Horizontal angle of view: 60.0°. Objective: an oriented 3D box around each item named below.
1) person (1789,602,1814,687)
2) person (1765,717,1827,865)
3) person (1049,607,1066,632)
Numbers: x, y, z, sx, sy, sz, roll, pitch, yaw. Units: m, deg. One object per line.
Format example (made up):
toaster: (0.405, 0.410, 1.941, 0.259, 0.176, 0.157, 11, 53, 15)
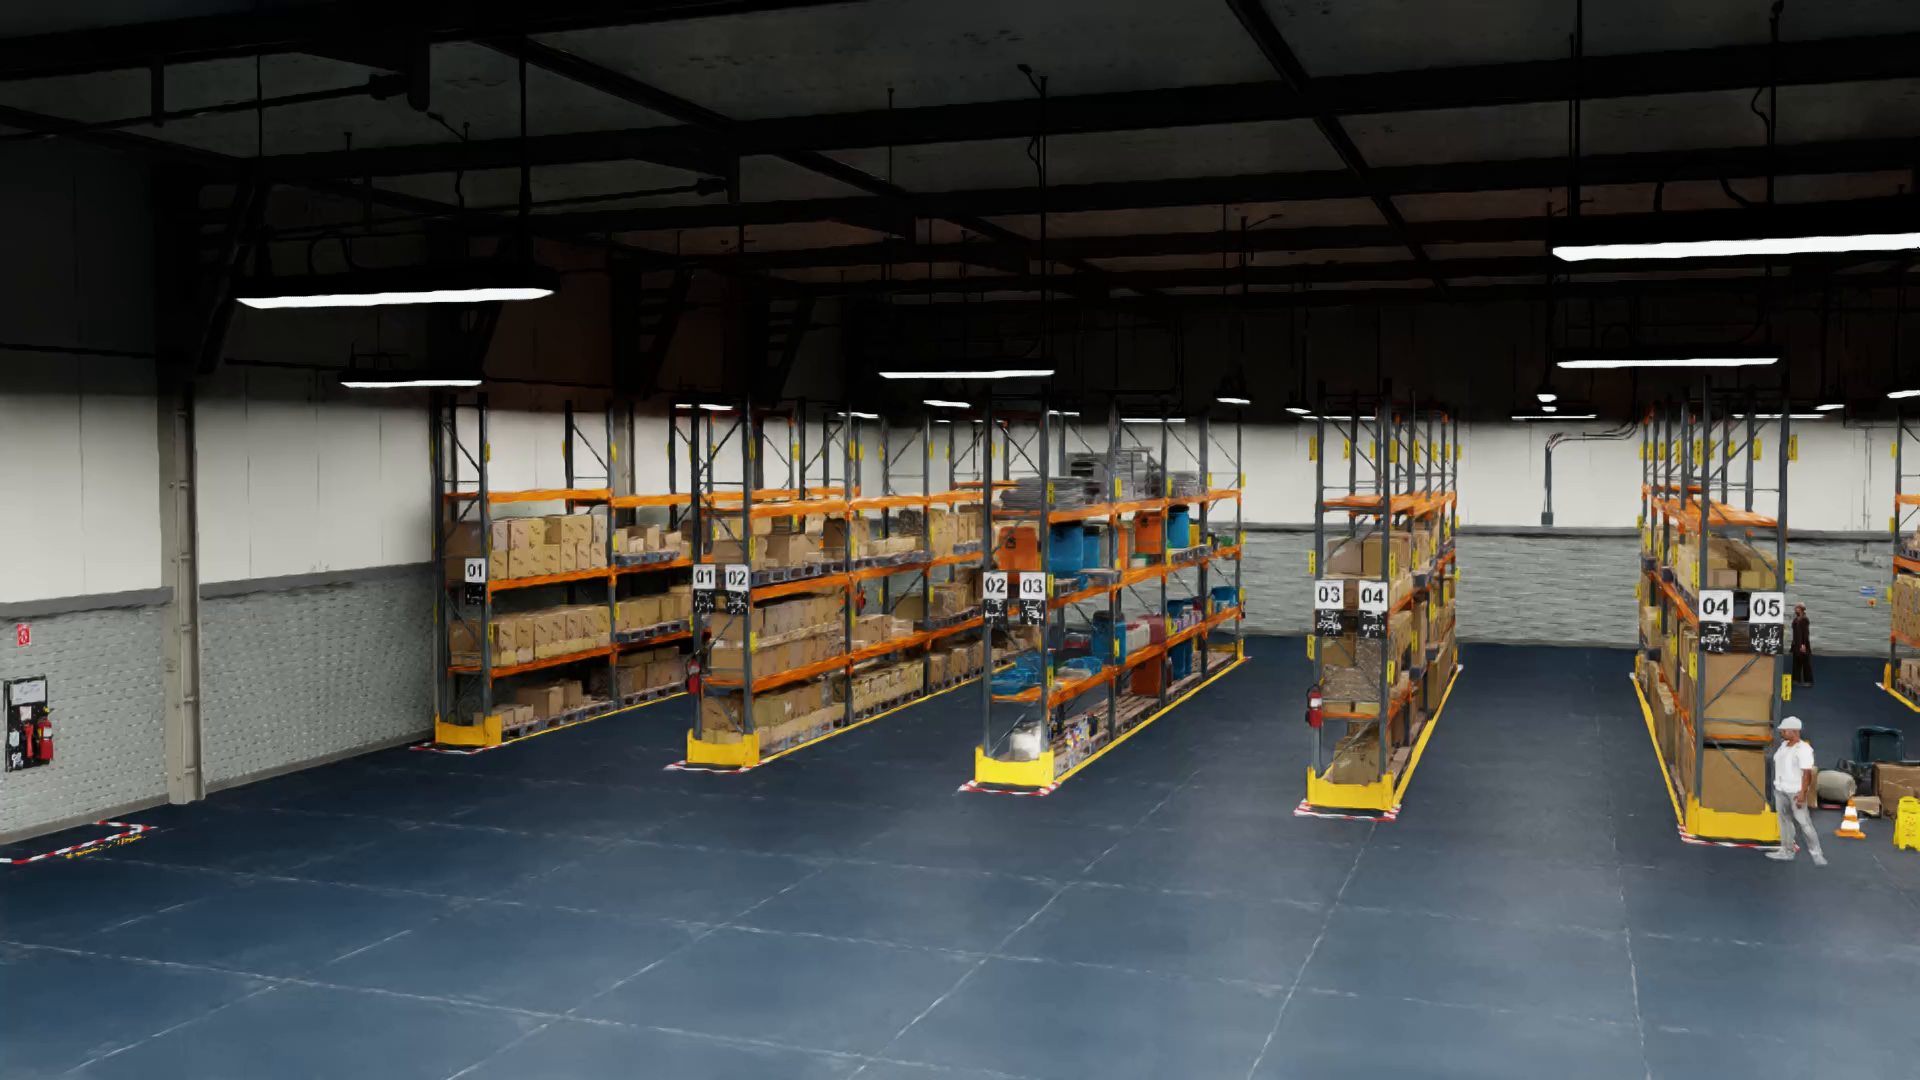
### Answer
person: (17.894, 2.217, 35.420, 0.530, 1.777, 0.685, 1, 3, 12)
person: (10.229, 3.048, 20.291, 0.482, 1.764, 0.750, -1, 3, -10)
person: (2.622, 1.744, 45.643, 0.444, 1.620, 0.990, 2, 3, 29)
